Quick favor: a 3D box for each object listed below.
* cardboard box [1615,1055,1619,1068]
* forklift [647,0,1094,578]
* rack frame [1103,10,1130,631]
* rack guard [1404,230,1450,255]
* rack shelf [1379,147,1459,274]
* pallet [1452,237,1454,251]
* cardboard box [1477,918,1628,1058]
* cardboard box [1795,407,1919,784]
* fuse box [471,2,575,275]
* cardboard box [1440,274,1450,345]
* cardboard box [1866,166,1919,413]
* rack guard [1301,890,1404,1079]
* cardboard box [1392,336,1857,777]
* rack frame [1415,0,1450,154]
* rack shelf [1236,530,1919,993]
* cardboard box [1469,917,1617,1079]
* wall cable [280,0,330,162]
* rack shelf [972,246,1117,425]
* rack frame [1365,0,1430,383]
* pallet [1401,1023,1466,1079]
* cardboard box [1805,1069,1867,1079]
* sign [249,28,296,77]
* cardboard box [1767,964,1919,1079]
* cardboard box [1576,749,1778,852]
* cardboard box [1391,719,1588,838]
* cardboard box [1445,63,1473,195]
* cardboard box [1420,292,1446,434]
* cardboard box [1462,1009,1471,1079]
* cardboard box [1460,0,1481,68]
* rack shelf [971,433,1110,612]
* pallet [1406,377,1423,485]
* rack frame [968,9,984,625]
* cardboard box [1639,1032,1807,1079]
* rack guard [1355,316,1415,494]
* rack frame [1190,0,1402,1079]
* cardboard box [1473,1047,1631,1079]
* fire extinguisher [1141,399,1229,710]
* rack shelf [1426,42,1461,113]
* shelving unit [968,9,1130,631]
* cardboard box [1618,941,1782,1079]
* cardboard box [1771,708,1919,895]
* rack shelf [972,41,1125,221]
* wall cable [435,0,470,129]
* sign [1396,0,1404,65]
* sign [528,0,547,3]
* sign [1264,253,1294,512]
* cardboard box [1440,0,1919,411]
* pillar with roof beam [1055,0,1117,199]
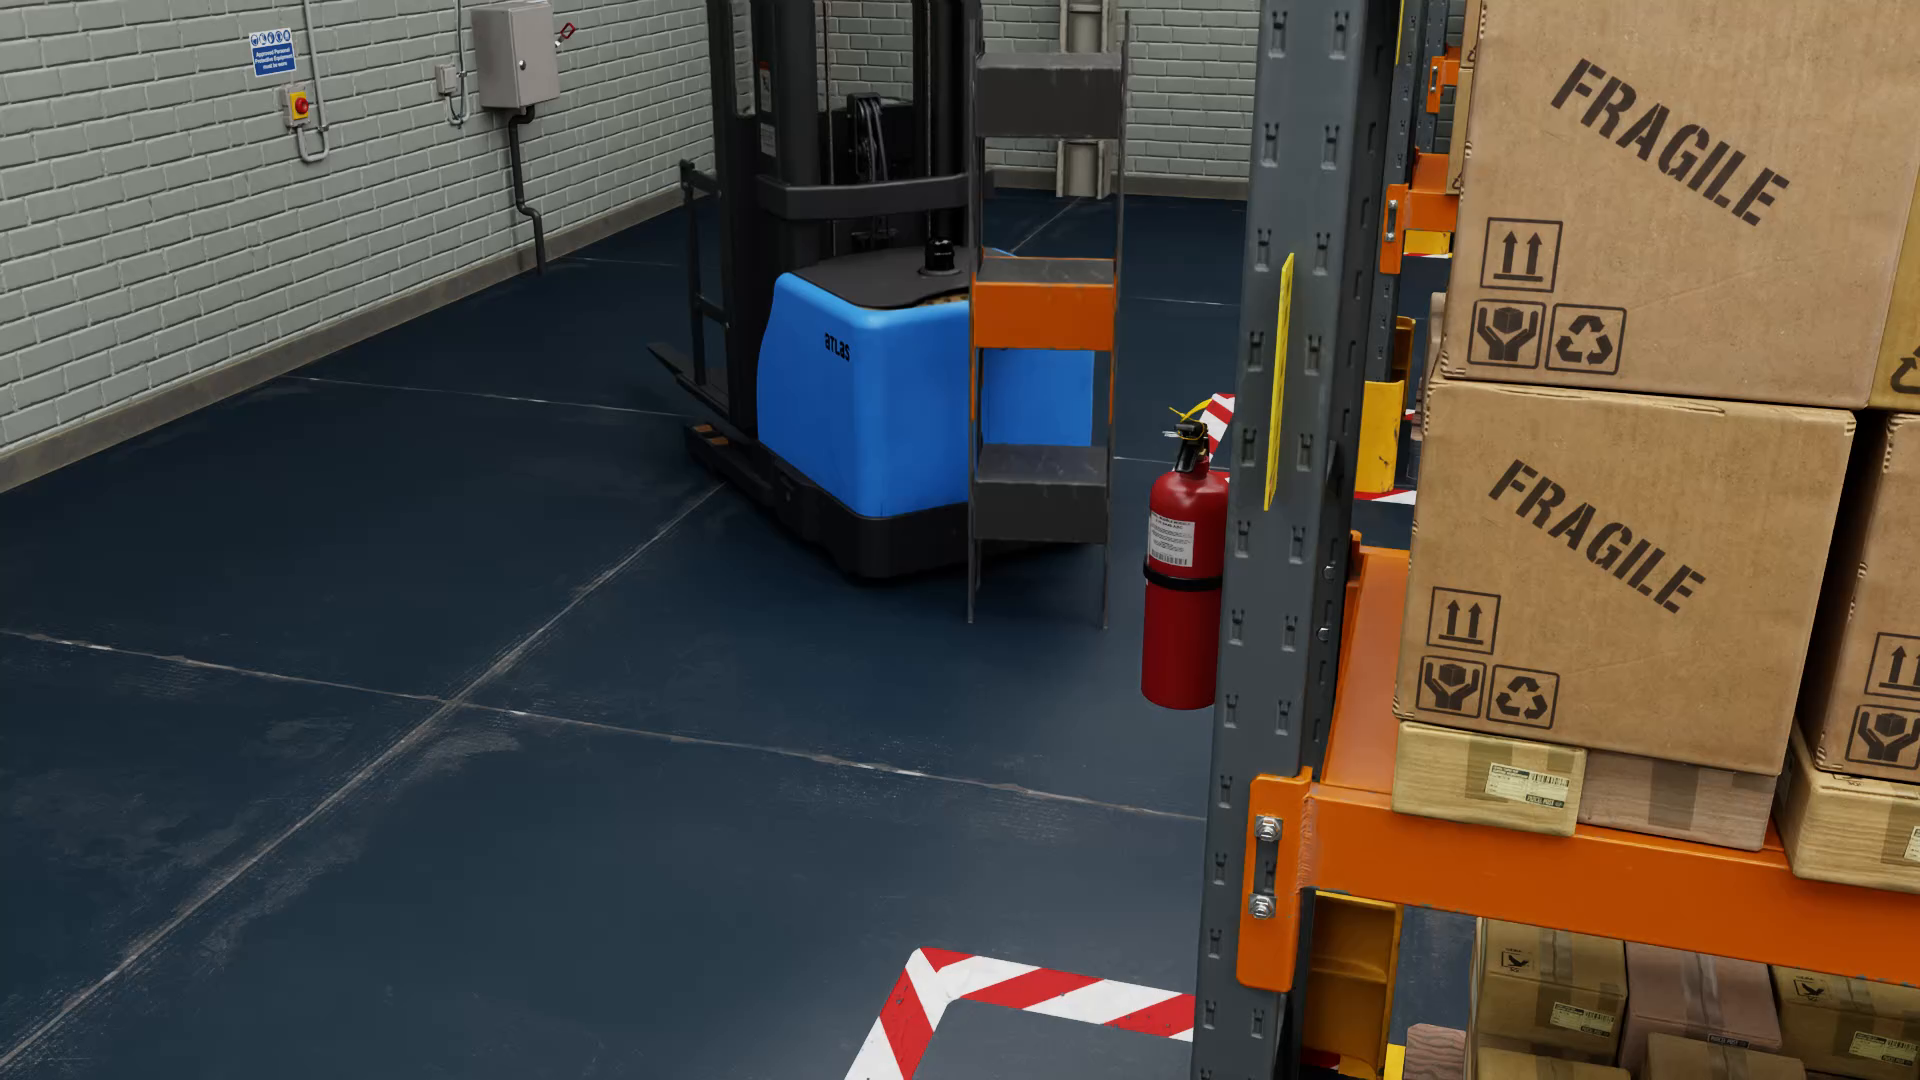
[{"bbox_3d":[1.397,0.988,3.221,0.250,0.149,0.380,6,23,14],"label":"cardboard box"},{"bbox_3d":[-0.614,-1.730,7.126,1.130,2.935,3.031,-12,25,-26],"label":"forklift"},{"bbox_3d":[0.540,-0.721,5.762,0.015,2.100,0.400,2,22,5],"label":"rack frame"},{"bbox_3d":[3.411,-2.451,12.085,0.348,0.500,1.175,7,23,16],"label":"rack guard"},{"bbox_3d":[3.822,-1.259,6.836,4.000,0.370,1.077,7,23,16],"label":"rack shelf"},{"bbox_3d":[4.174,-2.230,11.928,1.213,0.211,1.003,7,23,16],"label":"pallet"},{"bbox_3d":[1.155,0.813,3.254,0.250,0.149,0.380,7,23,16],"label":"cardboard box"},{"bbox_3d":[1.444,0.013,2.262,0.500,0.500,0.500,7,23,16],"label":"cardboard box"},{"bbox_3d":[-2.751,-2.572,10.786,0.414,1.711,0.539,7,23,16],"label":"fuse box"},{"bbox_3d":[1.079,-0.230,2.855,0.500,0.500,0.500,7,23,17],"label":"cardboard box"},{"bbox_3d":[1.413,-0.450,2.073,0.500,0.500,0.500,7,23,17],"label":"cardboard box"},{"bbox_3d":[0.647,1.163,3.276,0.348,0.500,1.175,7,23,16],"label":"rack guard"},{"bbox_3d":[0.924,-0.036,2.382,0.500,0.500,0.500,8,24,18],"label":"cardboard box"},{"bbox_3d":[3.338,-3.615,11.631,0.127,3.000,1.000,7,23,16],"label":"rack frame"},{"bbox_3d":[2.489,0.550,2.424,4.000,0.370,1.077,7,23,16],"label":"rack shelf"},{"bbox_3d":[1.162,0.939,3.339,0.250,0.149,0.380,6,23,14],"label":"cardboard box"},{"bbox_3d":[-3.498,-2.906,8.521,0.123,1.953,0.585,7,23,16],"label":"wall cable"},{"bbox_3d":[0.297,-0.717,5.787,0.480,0.518,0.431,2,22,5],"label":"rack shelf"},{"bbox_3d":[1.908,-1.811,7.234,0.127,3.000,1.000,7,23,16],"label":"rack frame"},{"bbox_3d":[1.415,1.398,3.083,1.213,0.211,1.003,7,23,16],"label":"pallet"},{"bbox_3d":[1.660,0.996,3.201,0.250,0.149,0.380,6,23,13],"label":"cardboard box"},{"bbox_3d":[-3.570,-2.535,8.642,0.001,0.218,0.327,7,23,16],"label":"sign"},{"bbox_3d":[1.663,0.844,3.179,0.250,0.149,0.380,6,23,14],"label":"cardboard box"},{"bbox_3d":[1.046,0.282,2.462,0.250,0.149,0.380,7,23,17],"label":"cardboard box"},{"bbox_3d":[0.790,0.269,2.493,0.250,0.149,0.380,6,23,15],"label":"cardboard box"},{"bbox_3d":[2.284,-1.701,6.832,0.500,0.500,0.500,6,23,15],"label":"cardboard box"},{"bbox_3d":[2.568,-0.784,7.552,0.875,0.438,0.875,6,23,14],"label":"cardboard box"},{"bbox_3d":[1.139,1.105,3.328,0.250,0.149,0.380,7,23,16],"label":"cardboard box"},{"bbox_3d":[2.285,-2.164,6.644,0.500,0.500,0.500,6,23,14],"label":"cardboard box"},{"bbox_3d":[0.297,-0.069,6.053,0.480,0.518,0.431,2,22,5],"label":"rack shelf"},{"bbox_3d":[2.696,-0.462,7.619,1.213,0.211,1.003,7,23,16],"label":"pallet"},{"bbox_3d":[0.054,-0.738,5.803,0.015,2.100,0.400,2,22,5],"label":"rack frame"},{"bbox_3d":[1.277,1.015,2.763,0.250,0.149,0.380,7,23,16],"label":"cardboard box"},{"bbox_3d":[1.885,-0.658,7.714,0.348,0.500,1.175,7,23,16],"label":"rack guard"},{"bbox_3d":[0.574,-0.002,2.822,0.127,3.000,1.000,7,23,16],"label":"rack frame"},{"bbox_3d":[0.978,1.028,2.730,0.250,0.149,0.380,5,23,13],"label":"cardboard box"},{"bbox_3d":[0.467,0.011,3.384,0.183,0.674,0.296,7,23,16],"label":"fire extinguisher"},{"bbox_3d":[5.253,-3.063,11.233,4.000,0.370,1.077,7,23,16],"label":"rack shelf"},{"bbox_3d":[0.297,-0.730,5.782,0.503,2.100,0.431,2,22,5],"label":"shelving unit"},{"bbox_3d":[1.378,0.862,3.136,0.250,0.149,0.380,7,23,17],"label":"cardboard box"},{"bbox_3d":[1.288,0.331,2.342,0.250,0.149,0.380,6,23,14],"label":"cardboard box"},{"bbox_3d":[0.297,-1.365,5.522,0.480,0.518,0.431,2,22,5],"label":"rack shelf"},{"bbox_3d":[-3.099,-3.408,9.786,0.122,1.984,0.588,7,23,16],"label":"wall cable"},{"bbox_3d":[1.742,-2.048,6.564,0.005,0.325,0.100,7,23,16],"label":"sign"},{"bbox_3d":[-2.807,-3.327,11.052,0.001,0.494,0.329,7,23,16],"label":"sign"},{"bbox_3d":[0.418,-0.205,2.177,0.005,0.325,0.100,7,23,16],"label":"sign"},{"bbox_3d":[0.928,-0.503,2.202,0.500,0.500,0.500,6,23,15],"label":"cardboard box"},{"bbox_3d":[-0.227,-5.450,8.198,0.400,9.000,9.100,7,23,16],"label":"pillar with roof beam"}]
